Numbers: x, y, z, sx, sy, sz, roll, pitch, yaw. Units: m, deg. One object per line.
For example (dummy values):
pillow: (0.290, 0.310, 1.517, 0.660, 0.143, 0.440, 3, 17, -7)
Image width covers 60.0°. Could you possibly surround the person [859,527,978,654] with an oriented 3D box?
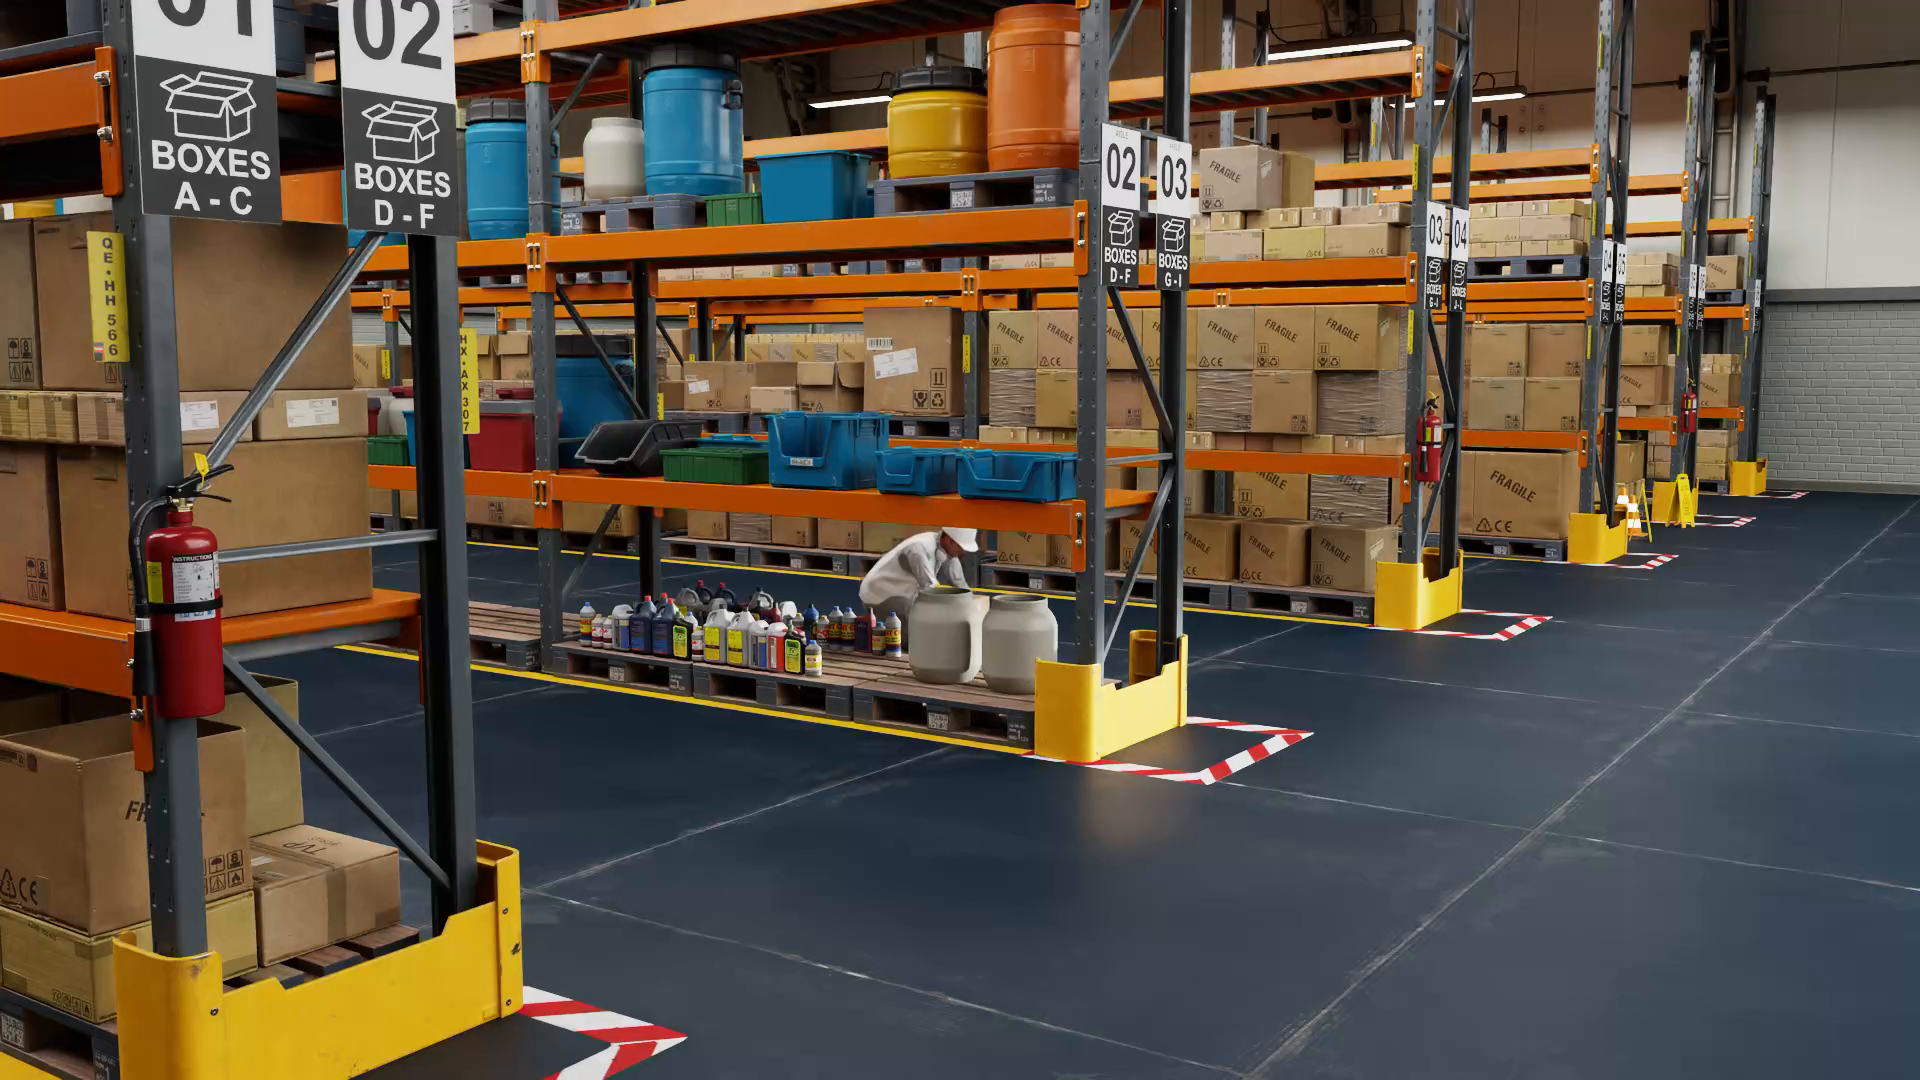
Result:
person: (-0.250, 0.315, 11.357, 0.879, 1.008, 0.526, 4, 7, 33)
